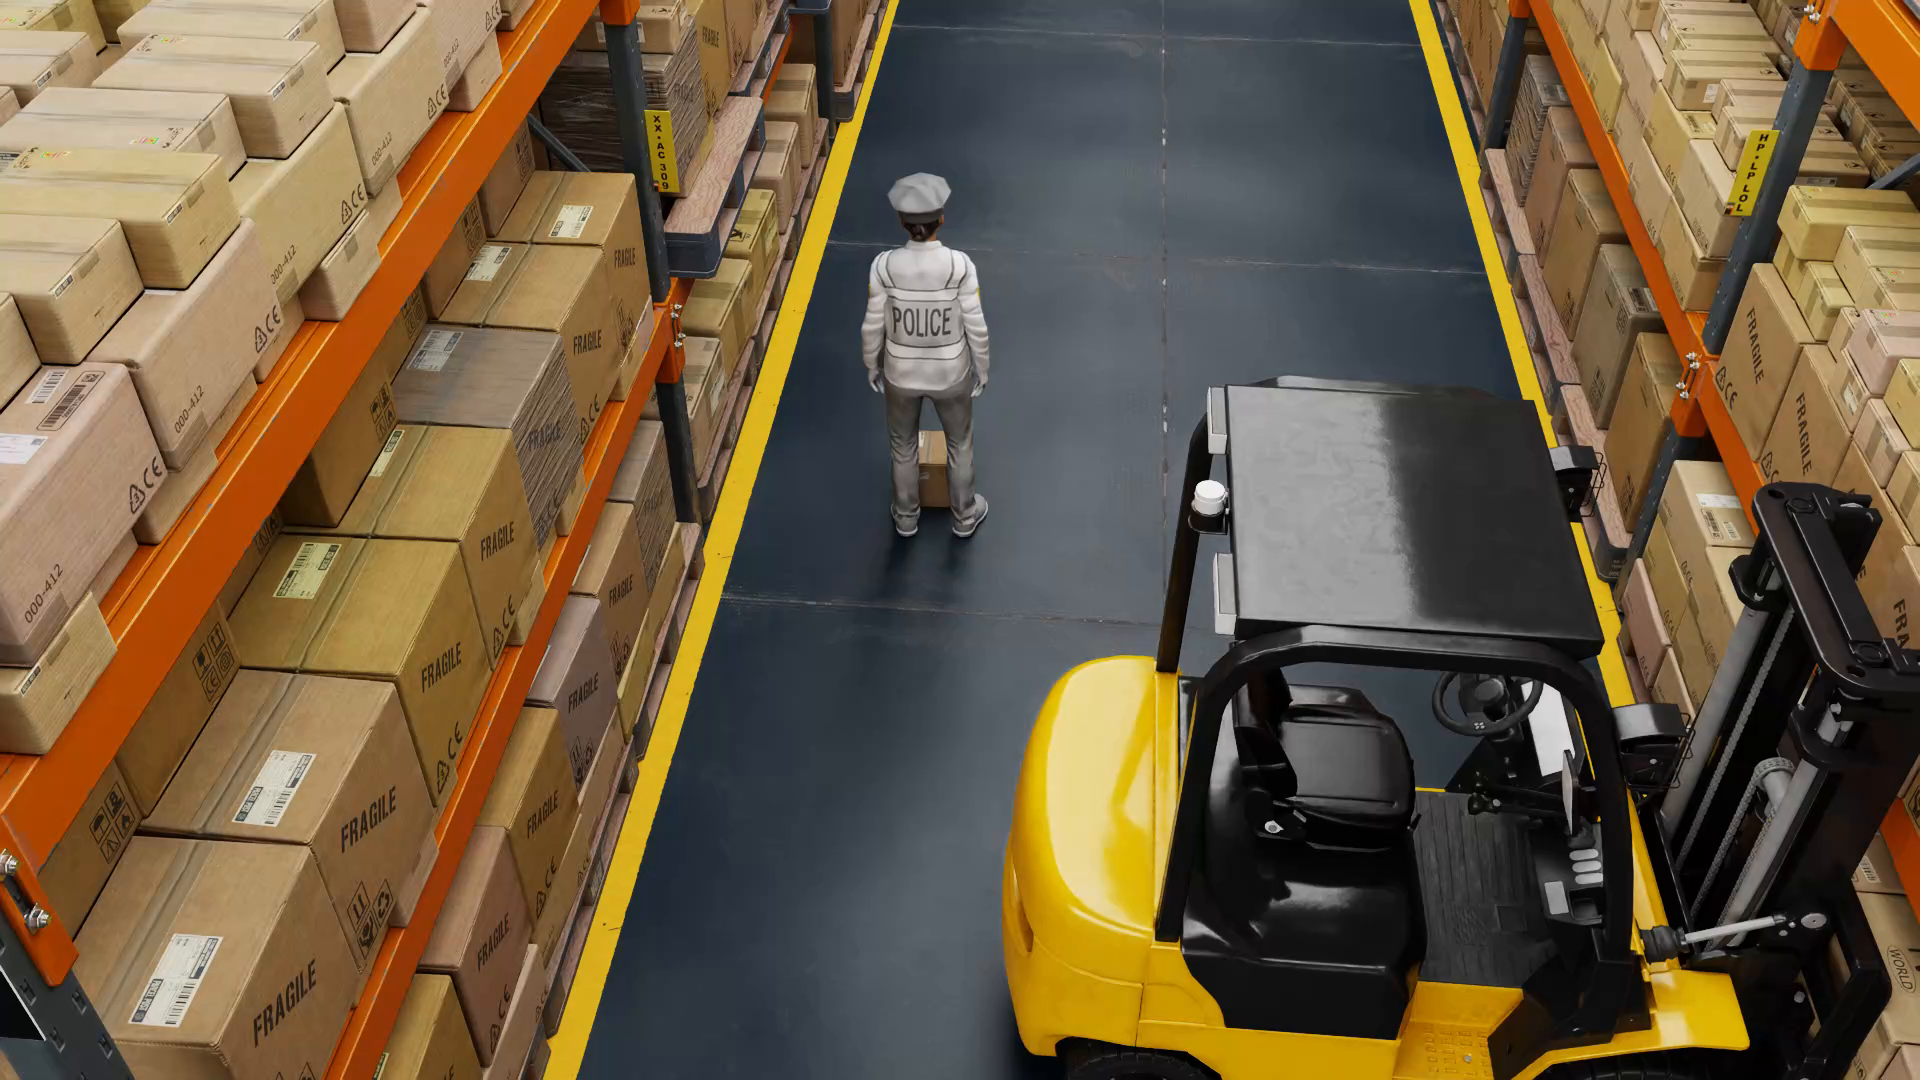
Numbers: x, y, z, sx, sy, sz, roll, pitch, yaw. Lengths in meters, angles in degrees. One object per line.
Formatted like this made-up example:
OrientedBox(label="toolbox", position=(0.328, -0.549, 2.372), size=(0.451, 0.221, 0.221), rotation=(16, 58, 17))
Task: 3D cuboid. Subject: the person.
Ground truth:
OrientedBox(label="person", position=(-0.140, -0.713, 6.995), size=(0.530, 1.663, 0.377), rotation=(3, 40, 3))
